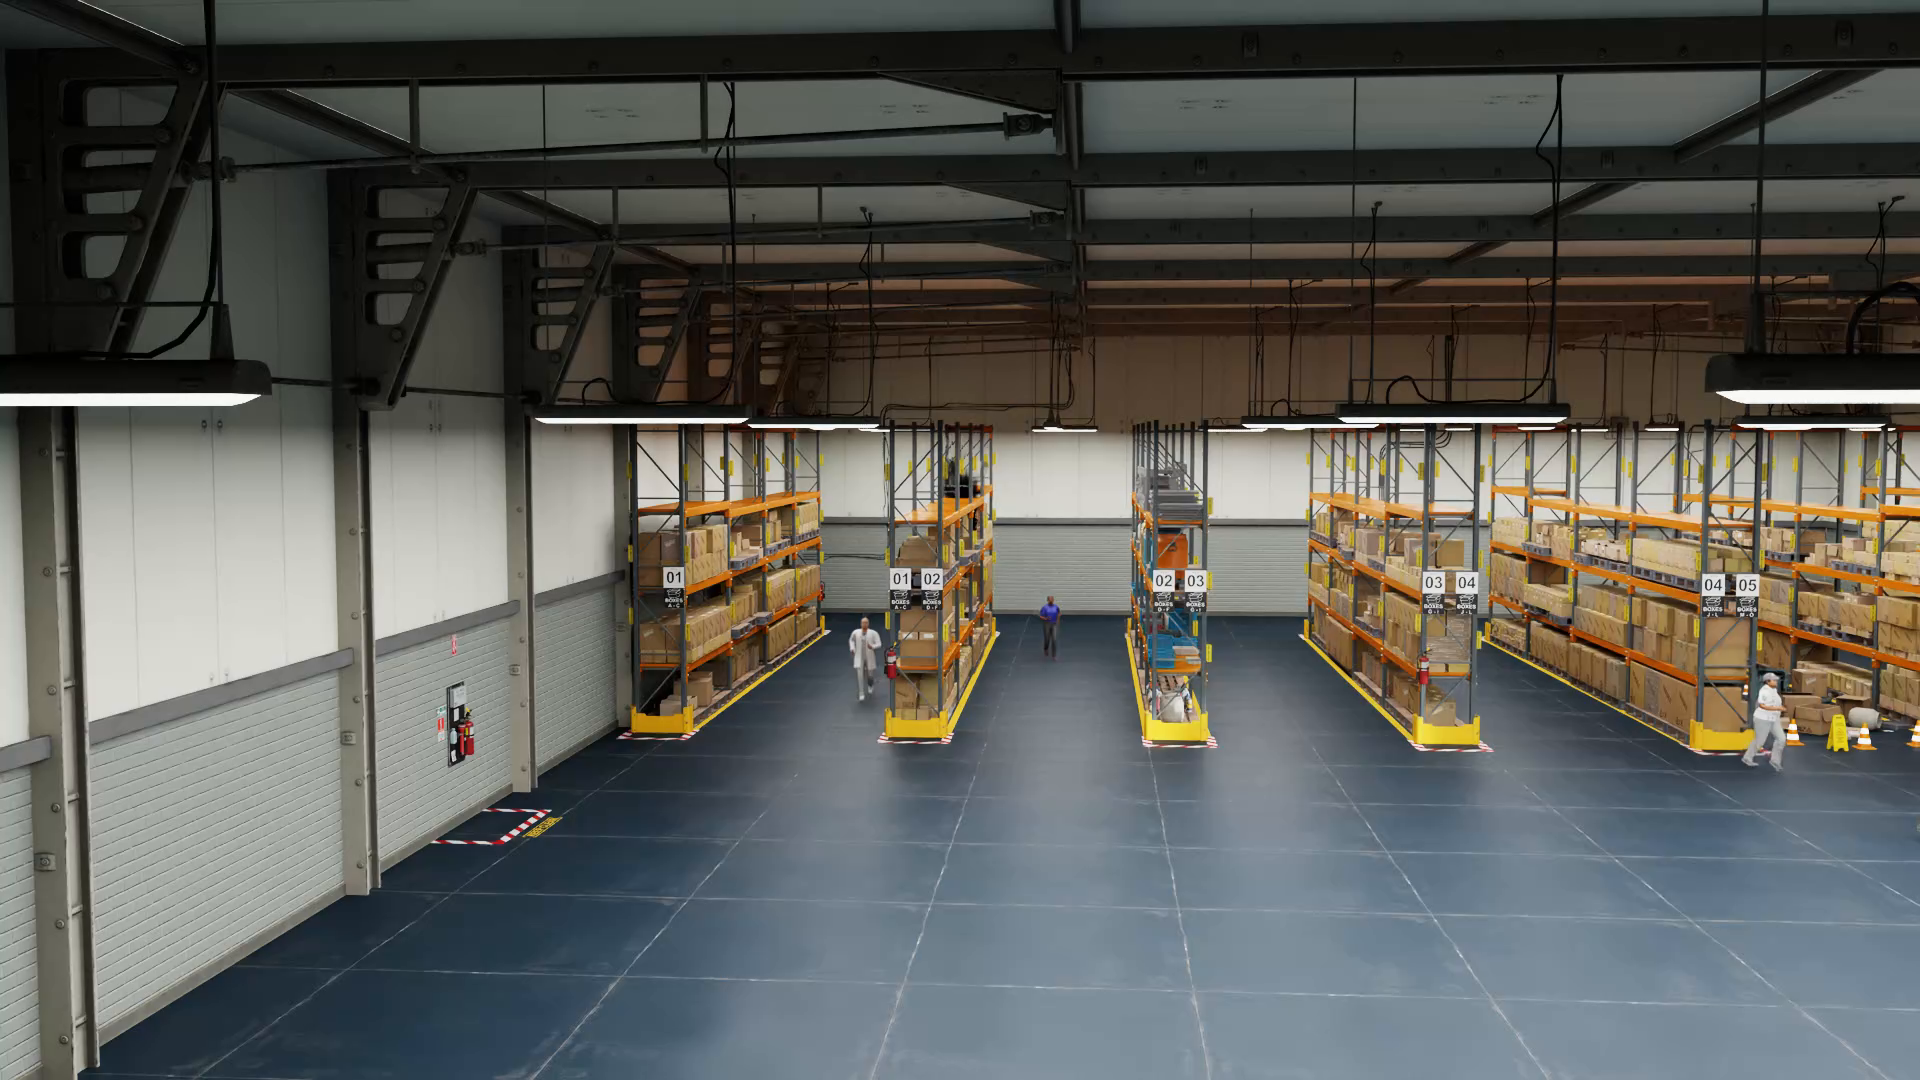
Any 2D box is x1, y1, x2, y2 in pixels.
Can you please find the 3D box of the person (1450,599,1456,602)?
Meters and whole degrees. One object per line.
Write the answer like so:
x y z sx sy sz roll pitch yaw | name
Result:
13.390 2.030 45.440 0.696 1.691 0.729 1 4 22 | person

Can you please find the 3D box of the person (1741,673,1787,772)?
13.746 3.116 28.362 0.591 1.729 0.749 -3 5 -38 | person

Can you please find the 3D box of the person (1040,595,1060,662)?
2.295 2.217 42.118 0.579 1.657 0.923 -1 4 -8 | person

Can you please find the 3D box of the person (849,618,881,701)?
-2.065 2.561 36.001 0.719 1.752 0.979 0 4 2 | person
